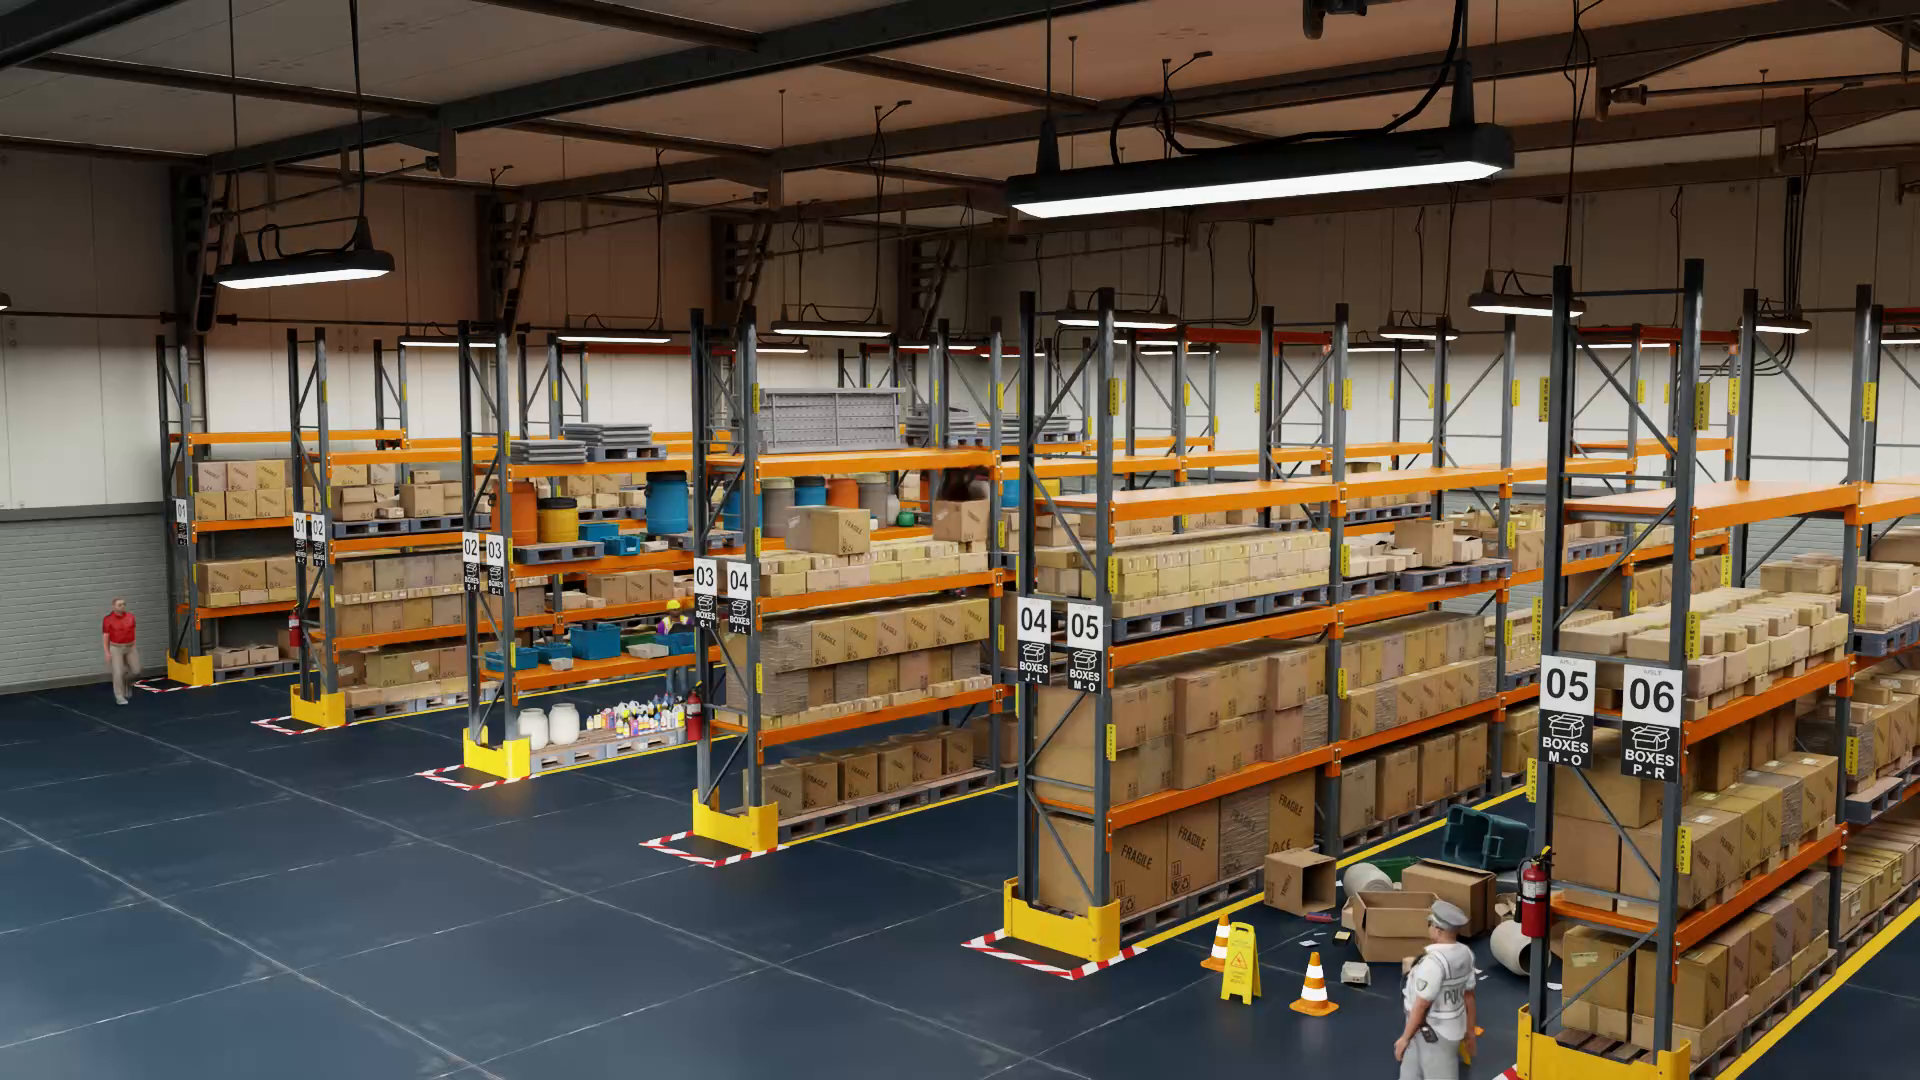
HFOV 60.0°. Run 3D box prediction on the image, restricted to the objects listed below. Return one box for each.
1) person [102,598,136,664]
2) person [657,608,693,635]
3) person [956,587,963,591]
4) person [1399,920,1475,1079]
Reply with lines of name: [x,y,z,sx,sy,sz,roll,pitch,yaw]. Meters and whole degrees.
person: [-13.485,1.440,26.696,0.351,1.019,0.576,5,7,40]
person: [-4.465,1.487,26.199,0.615,1.033,0.364,1,5,6]
person: [0.116,1.047,31.485,0.385,1.019,0.628,-3,6,-26]
person: [3.229,3.303,11.028,0.787,1.558,0.508,3,6,25]
